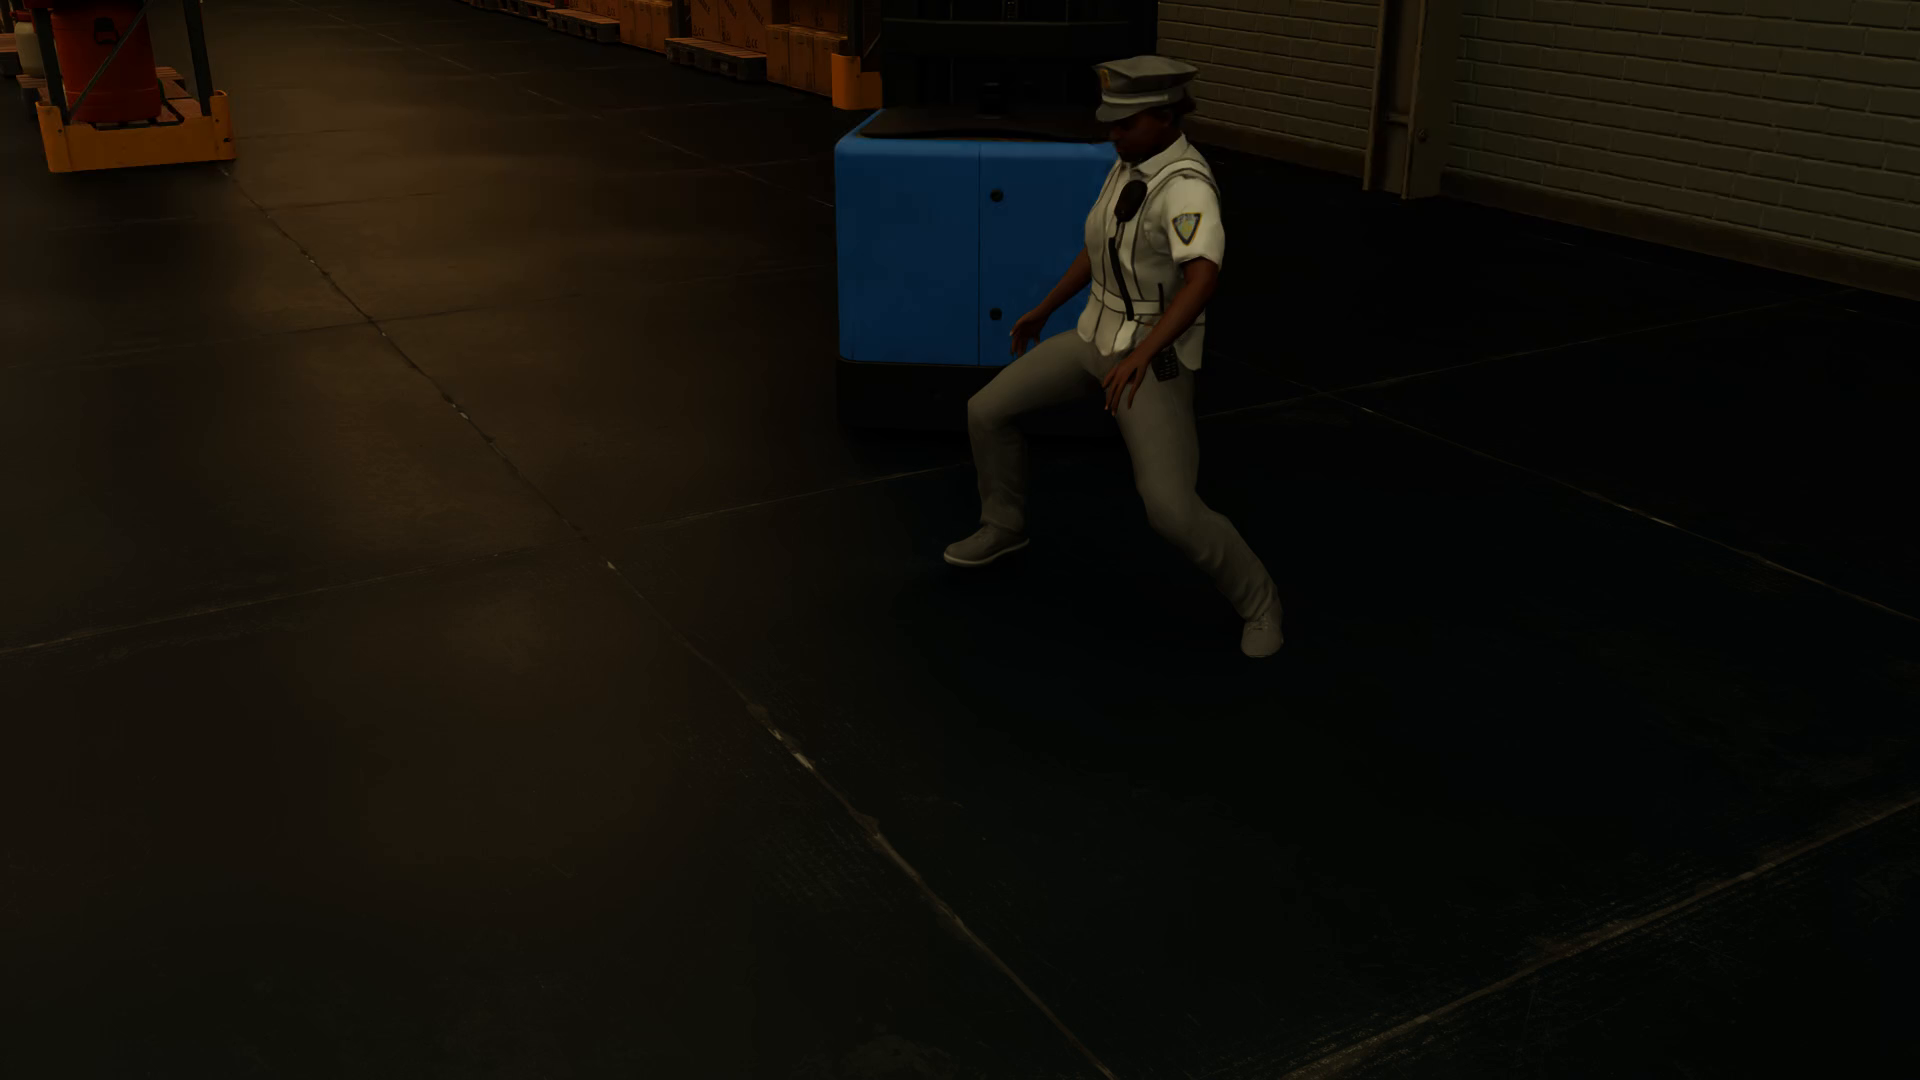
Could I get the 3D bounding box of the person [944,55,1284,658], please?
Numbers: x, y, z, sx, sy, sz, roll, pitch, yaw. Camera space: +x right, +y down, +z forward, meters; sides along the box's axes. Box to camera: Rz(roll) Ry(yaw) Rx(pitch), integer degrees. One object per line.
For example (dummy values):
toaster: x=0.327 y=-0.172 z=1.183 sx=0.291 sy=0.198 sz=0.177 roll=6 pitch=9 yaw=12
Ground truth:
person: x=0.440 y=-0.482 z=4.392 sx=0.777 sy=1.532 sz=0.906 roll=-8 pitch=24 yaw=-19

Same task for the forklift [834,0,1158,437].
forklift: x=0.265 y=-2.239 z=6.731 sx=1.130 sy=2.935 sz=3.031 roll=3 pitch=22 yaw=7
